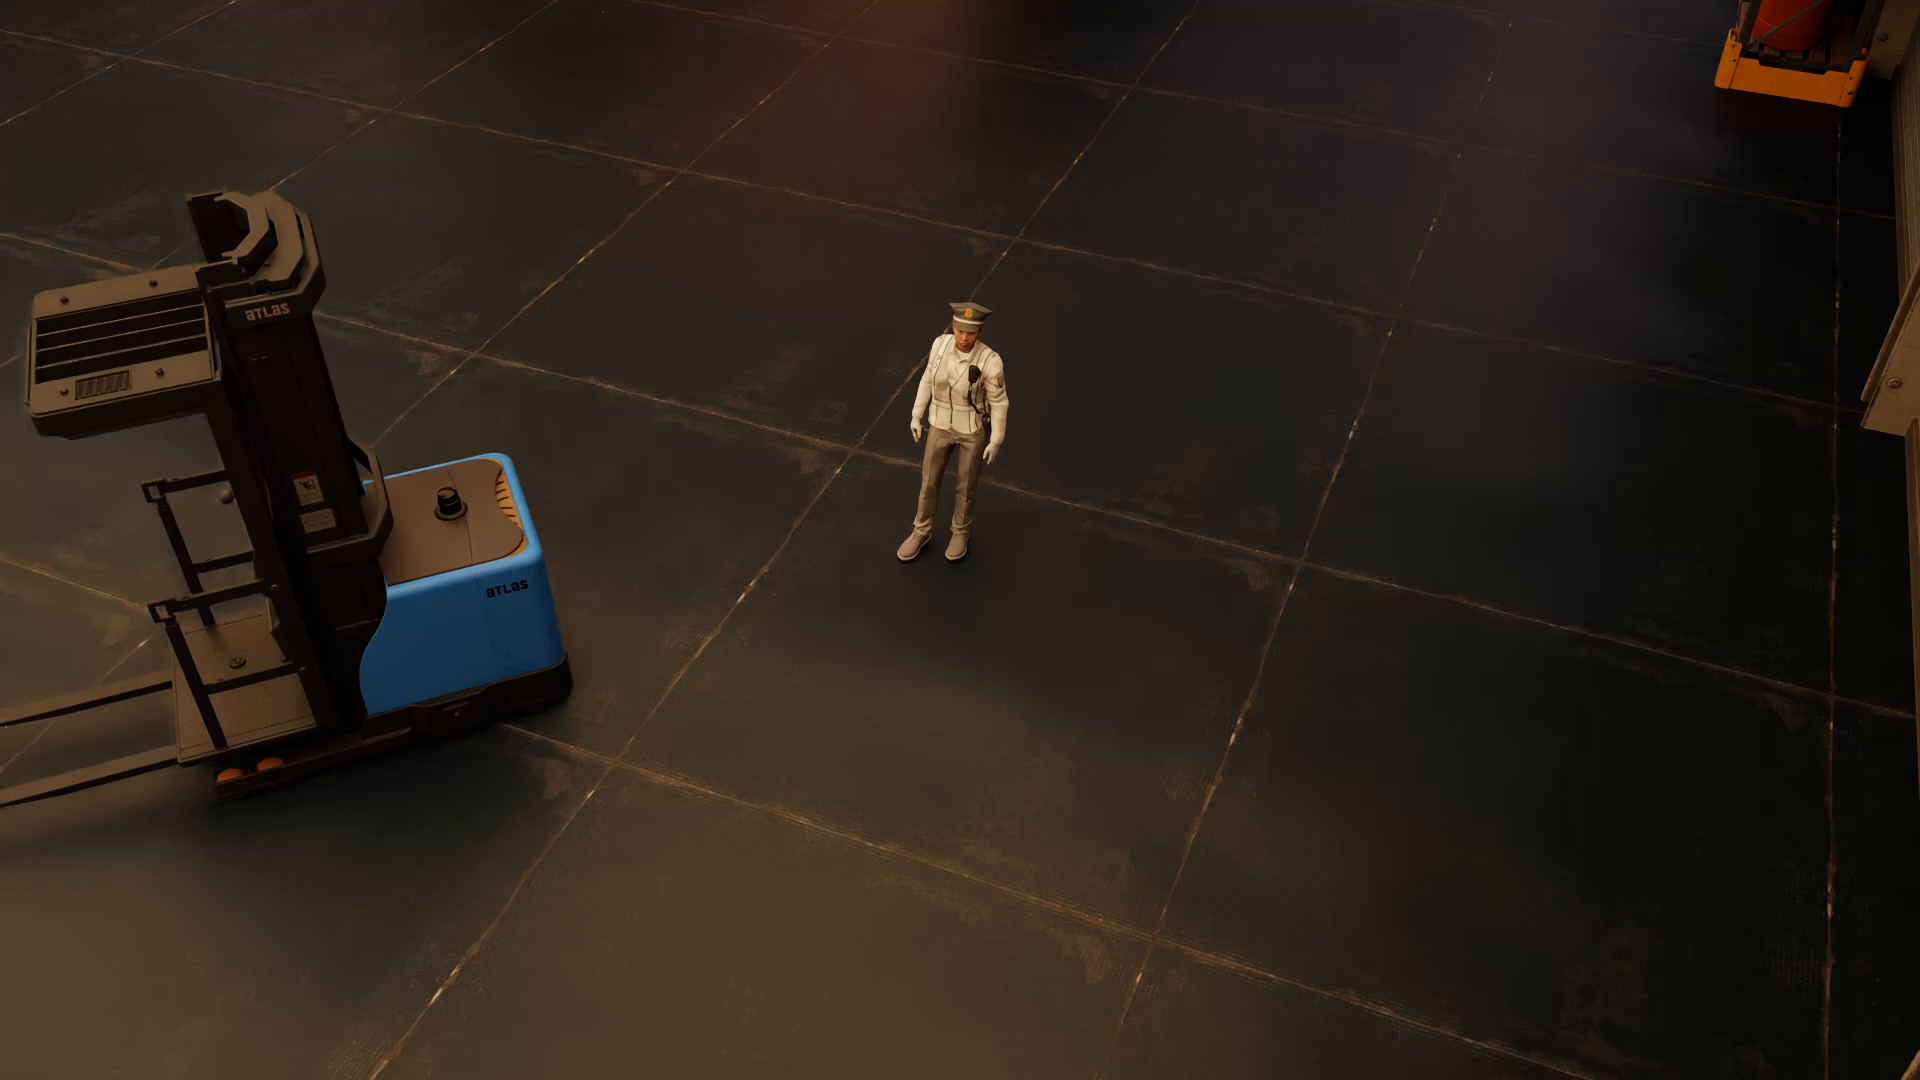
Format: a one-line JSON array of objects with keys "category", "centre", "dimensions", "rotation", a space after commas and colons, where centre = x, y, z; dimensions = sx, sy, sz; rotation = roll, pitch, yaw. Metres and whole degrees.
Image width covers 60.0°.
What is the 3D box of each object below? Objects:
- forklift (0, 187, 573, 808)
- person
[{"category": "forklift", "centre": [-3.711, -0.160, 8.197], "dimensions": [3.031, 2.935, 1.130], "rotation": [-15, 42, -17]}, {"category": "person", "centre": [-0.045, -0.607, 9.693], "dimensions": [0.568, 1.683, 0.508], "rotation": [15, 42, 17]}]
